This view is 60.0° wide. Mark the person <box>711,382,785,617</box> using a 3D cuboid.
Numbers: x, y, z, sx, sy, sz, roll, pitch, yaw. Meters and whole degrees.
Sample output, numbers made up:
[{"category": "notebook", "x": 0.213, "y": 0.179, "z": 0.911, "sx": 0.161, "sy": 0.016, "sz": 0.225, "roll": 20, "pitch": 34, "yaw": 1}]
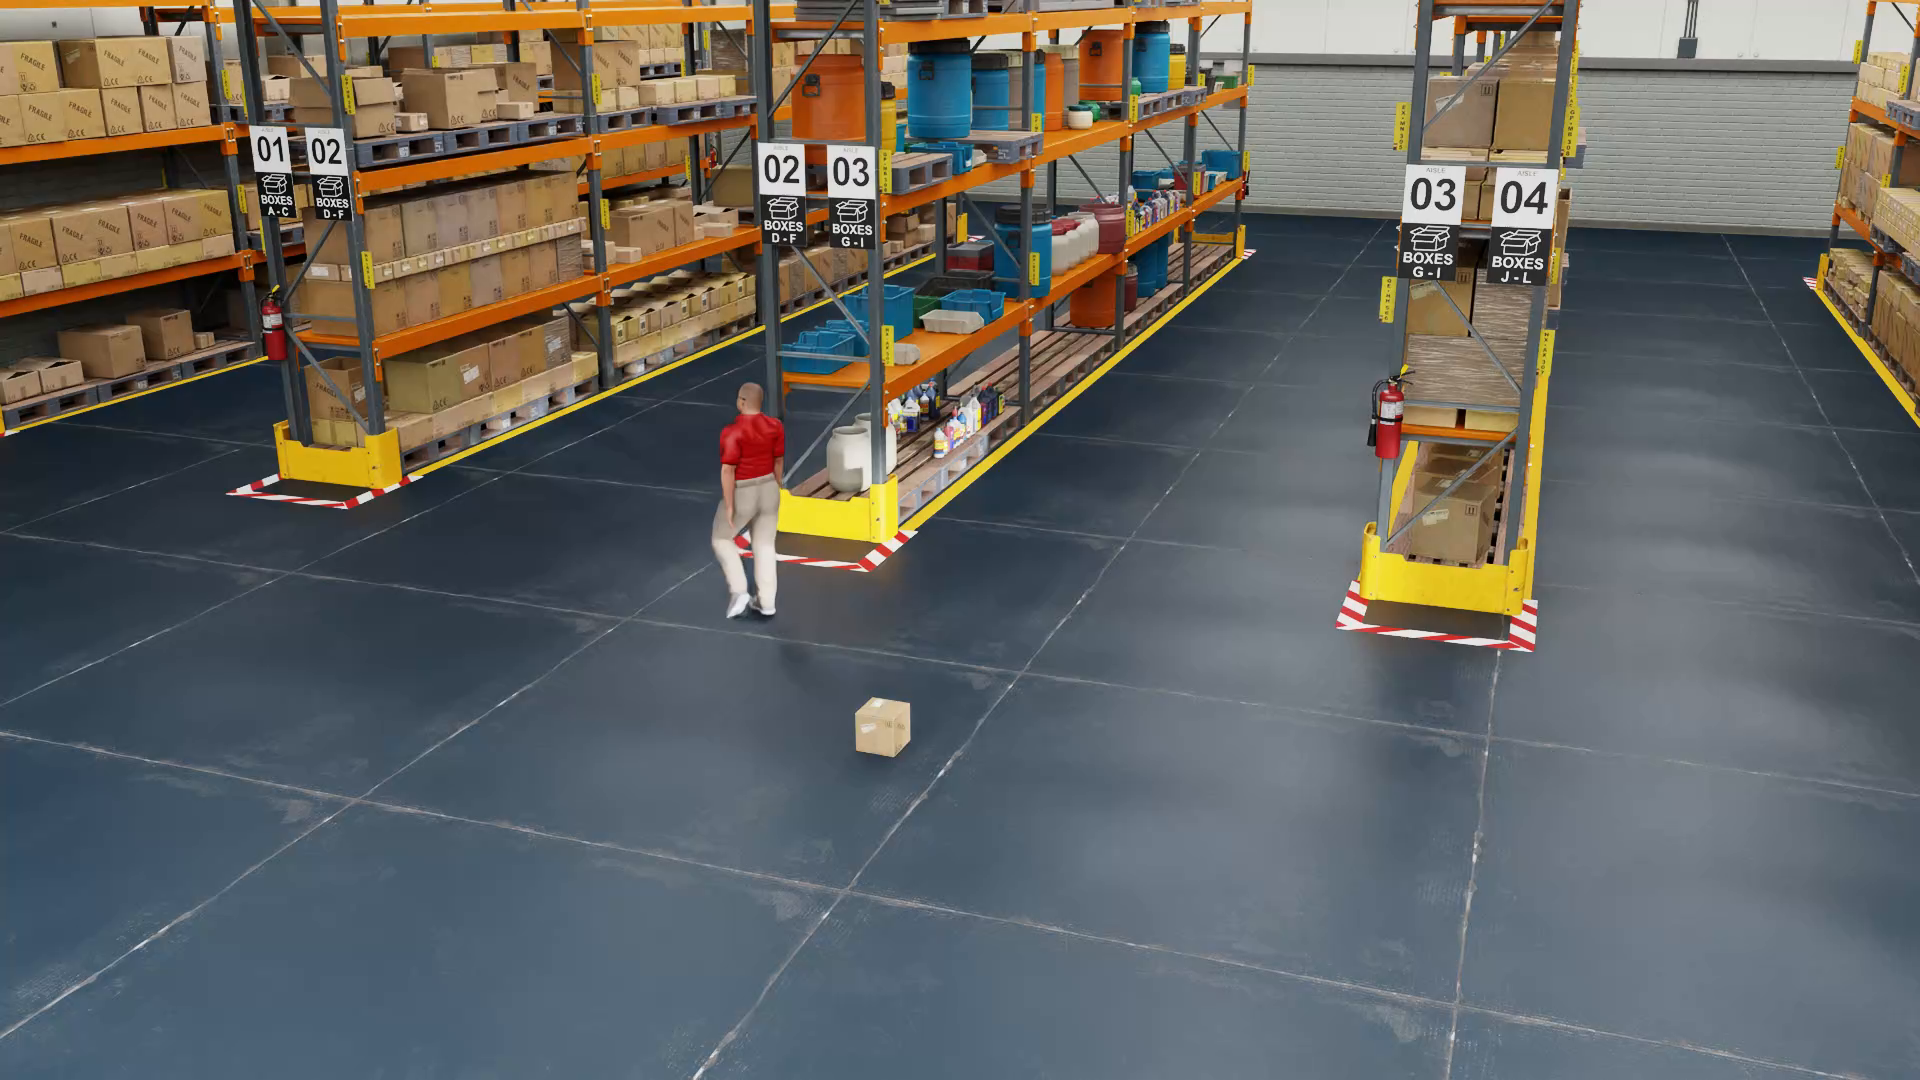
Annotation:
[{"category": "person", "x": -1.524, "y": -0.283, "z": 11.943, "sx": 0.538, "sy": 1.769, "sz": 0.463, "roll": -12, "pitch": 22, "yaw": -31}]
